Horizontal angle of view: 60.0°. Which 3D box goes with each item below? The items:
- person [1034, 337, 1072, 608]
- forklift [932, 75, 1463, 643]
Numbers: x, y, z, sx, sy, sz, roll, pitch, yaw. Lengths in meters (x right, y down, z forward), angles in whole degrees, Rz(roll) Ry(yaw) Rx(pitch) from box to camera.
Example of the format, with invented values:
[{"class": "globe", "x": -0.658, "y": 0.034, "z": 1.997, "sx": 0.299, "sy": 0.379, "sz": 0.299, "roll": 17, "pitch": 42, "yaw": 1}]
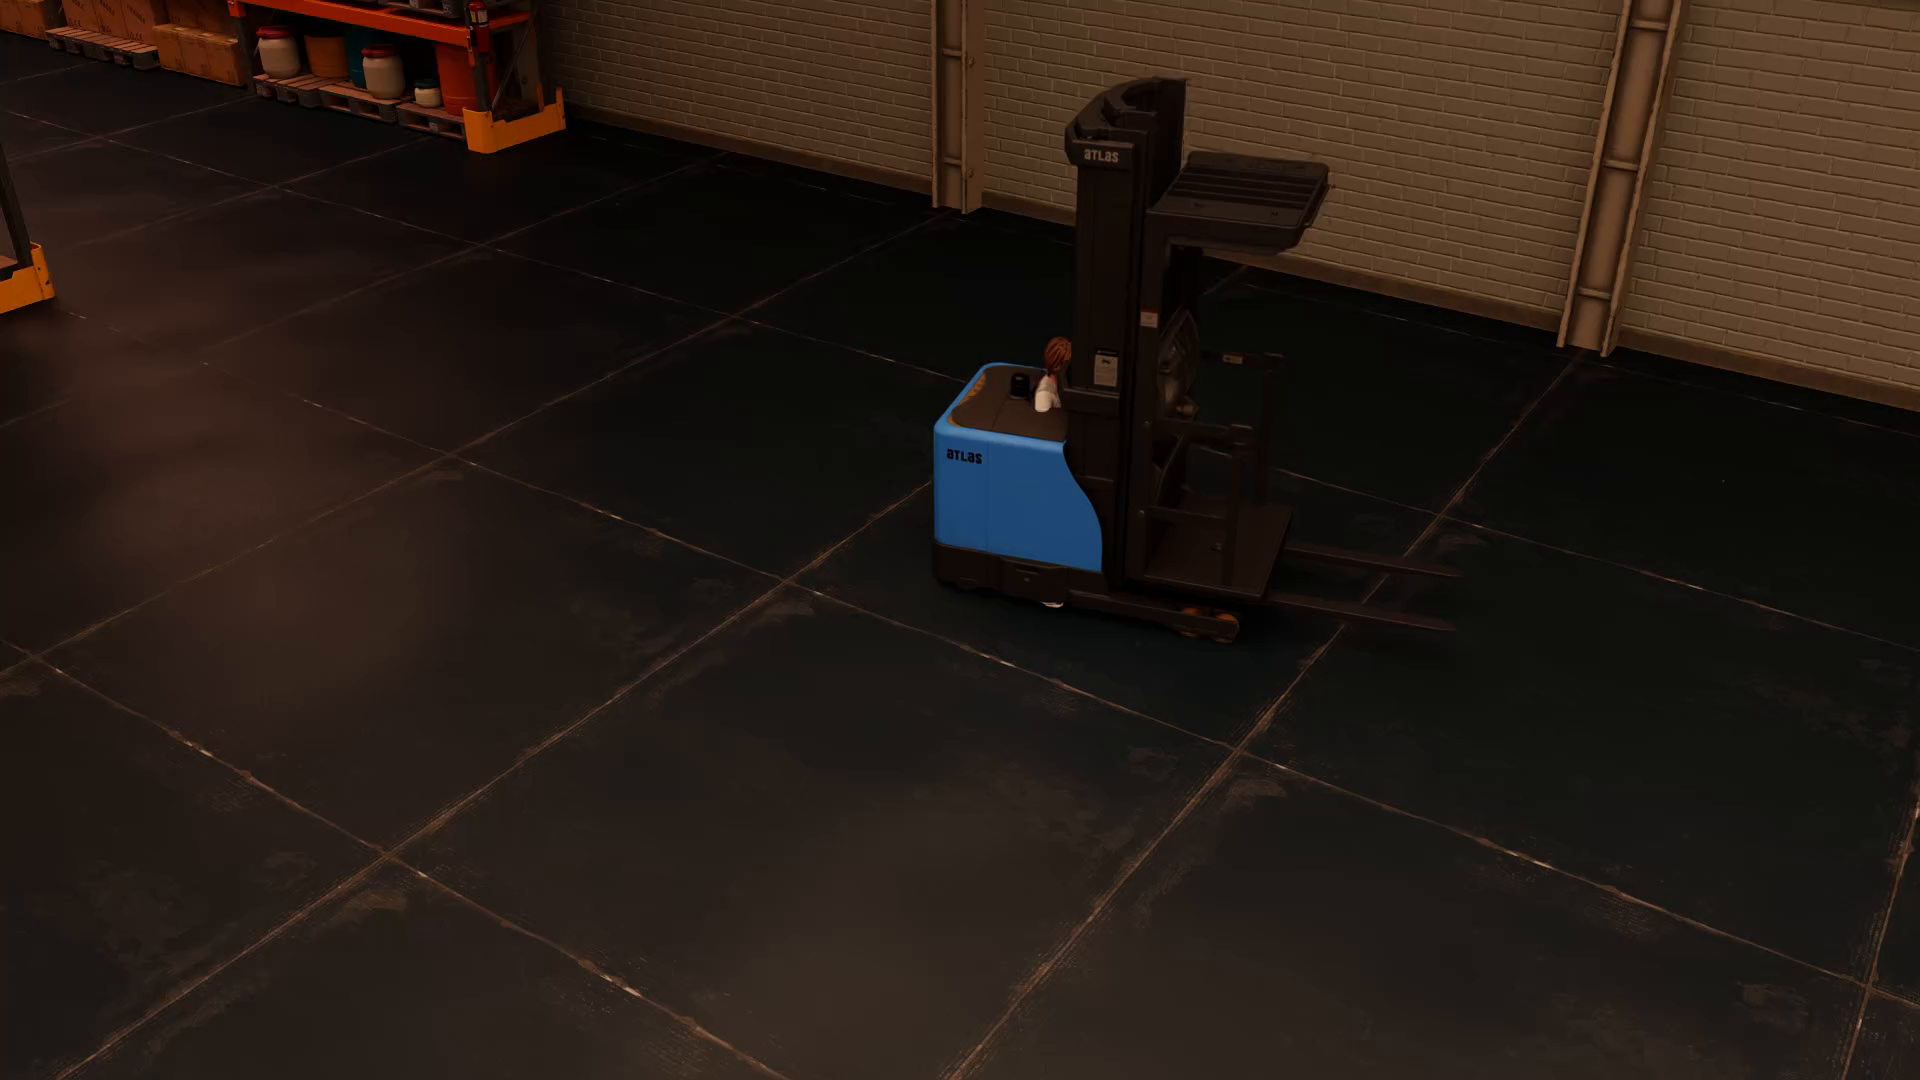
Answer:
[{"class": "person", "x": 0.672, "y": -0.425, "z": 9.733, "sx": 0.666, "sy": 1.495, "sz": 0.635, "roll": -16, "pitch": 34, "yaw": -26}, {"class": "forklift", "x": 1.406, "y": -0.980, "z": 9.269, "sx": 3.031, "sy": 2.935, "sz": 1.130, "roll": 10, "pitch": 32, "yaw": 17}]
